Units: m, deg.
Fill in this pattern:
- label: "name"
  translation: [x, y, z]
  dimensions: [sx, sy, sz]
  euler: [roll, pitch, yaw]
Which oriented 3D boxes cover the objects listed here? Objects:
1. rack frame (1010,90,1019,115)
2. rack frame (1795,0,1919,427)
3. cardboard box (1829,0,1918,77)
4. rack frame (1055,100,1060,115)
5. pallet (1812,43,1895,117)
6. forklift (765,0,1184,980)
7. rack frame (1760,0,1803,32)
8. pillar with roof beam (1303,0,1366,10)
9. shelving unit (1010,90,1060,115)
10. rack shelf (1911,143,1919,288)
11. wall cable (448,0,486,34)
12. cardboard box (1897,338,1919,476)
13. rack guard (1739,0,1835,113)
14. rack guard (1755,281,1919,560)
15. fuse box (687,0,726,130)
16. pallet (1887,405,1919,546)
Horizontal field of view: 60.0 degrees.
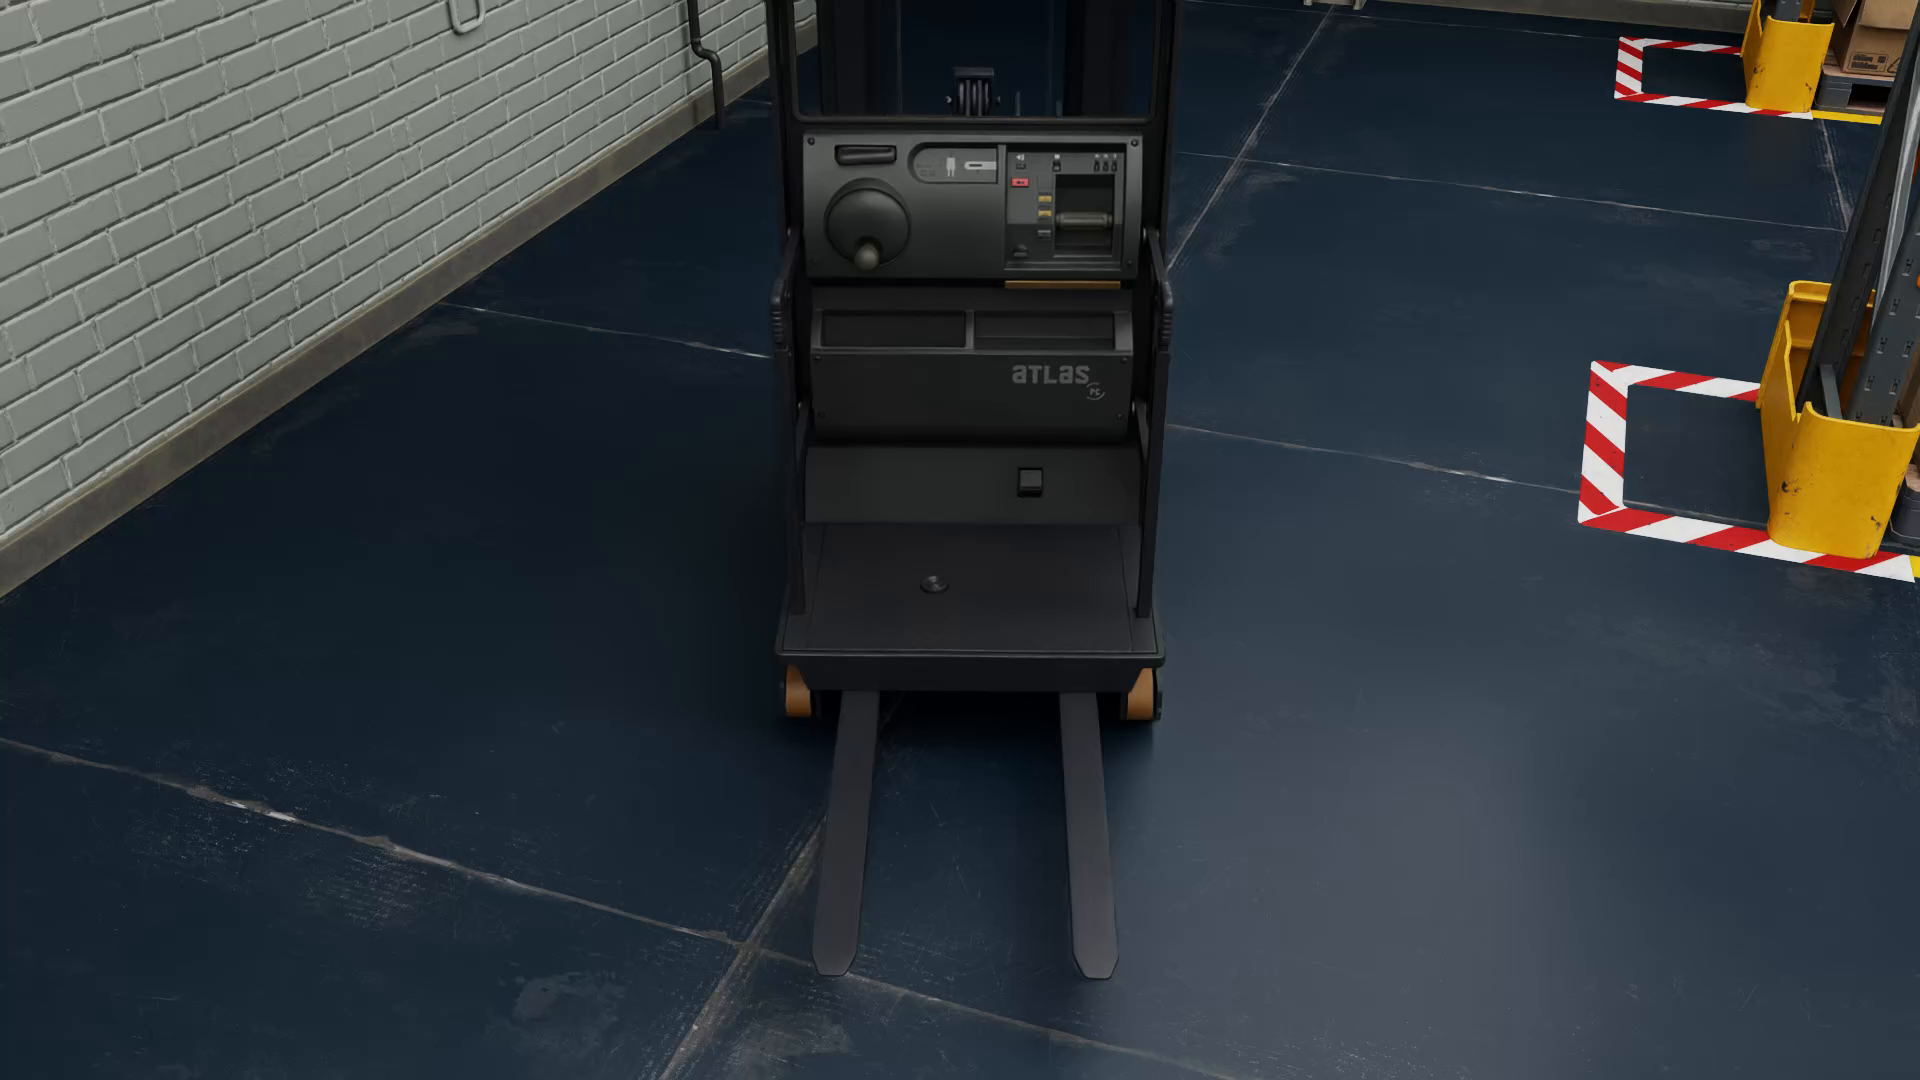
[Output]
- label: "rack frame"
  translation: [0.144, -1.088, 6.328]
  dimensions: [0.006, 1.200, 0.240]
  euler: [22, 39, 31]
- label: "rack frame"
  translation: [3.167, -1.508, 5.320]
  dimensions: [0.127, 3.000, 1.000]
  euler: [11, 34, 16]
- label: "cardboard box"
  translation: [5.382, -3.011, 9.562]
  dimensions: [0.637, 0.503, 0.797]
  euler: [10, 34, 15]
- label: "rack frame"
  translation: [0.288, -1.028, 6.233]
  dimensions: [0.006, 1.200, 0.240]
  euler: [22, 39, 31]
- label: "pallet"
  translation: [5.661, -2.712, 9.757]
  dimensions: [1.213, 0.211, 1.003]
  euler: [11, 34, 16]
- label: "forklift"
  translation: [0.033, -0.868, 4.393]
  dimensions: [1.130, 2.935, 3.031]
  euler: [0, 33, 1]
- label: "rack frame"
  translation: [4.838, -4.043, 9.247]
  dimensions: [0.127, 3.000, 1.000]
  euler: [11, 34, 16]
- label: "pillar with roof beam"
  translation: [1.152, -5.319, 5.692]
  dimensions: [0.400, 9.000, 9.100]
  euler: [11, 34, 16]
- label: "shelving unit"
  translation: [0.216, -1.058, 6.280]
  dimensions: [0.189, 1.200, 0.258]
  euler: [22, 39, 31]
- label: "rack shelf"
  translation: [5.050, -0.840, 4.949]
  dimensions: [4.000, 0.370, 1.077]
  euler: [11, 34, 16]
- label: "wall cable"
  translation: [-2.149, -2.968, 6.616]
  dimensions: [0.123, 1.953, 0.585]
  euler: [11, 34, 16]
- label: "cardboard box"
  translation: [3.822, -0.538, 5.793]
  dimensions: [0.875, 0.438, 0.875]
  euler: [10, 34, 15]
- label: "rack guard"
  translation: [4.910, -2.979, 9.903]
  dimensions: [0.348, 0.500, 1.175]
  euler: [11, 34, 16]
- label: "rack guard"
  translation: [3.145, -0.462, 6.005]
  dimensions: [0.348, 0.500, 1.175]
  euler: [11, 34, 16]
- label: "fuse box"
  translation: [-1.303, -3.033, 8.870]
  dimensions: [0.414, 1.711, 0.539]
  euler: [11, 34, 16]
- label: "pallet"
  translation: [3.946, -0.230, 5.912]
  dimensions: [1.213, 0.211, 1.003]
  euler: [11, 34, 16]
